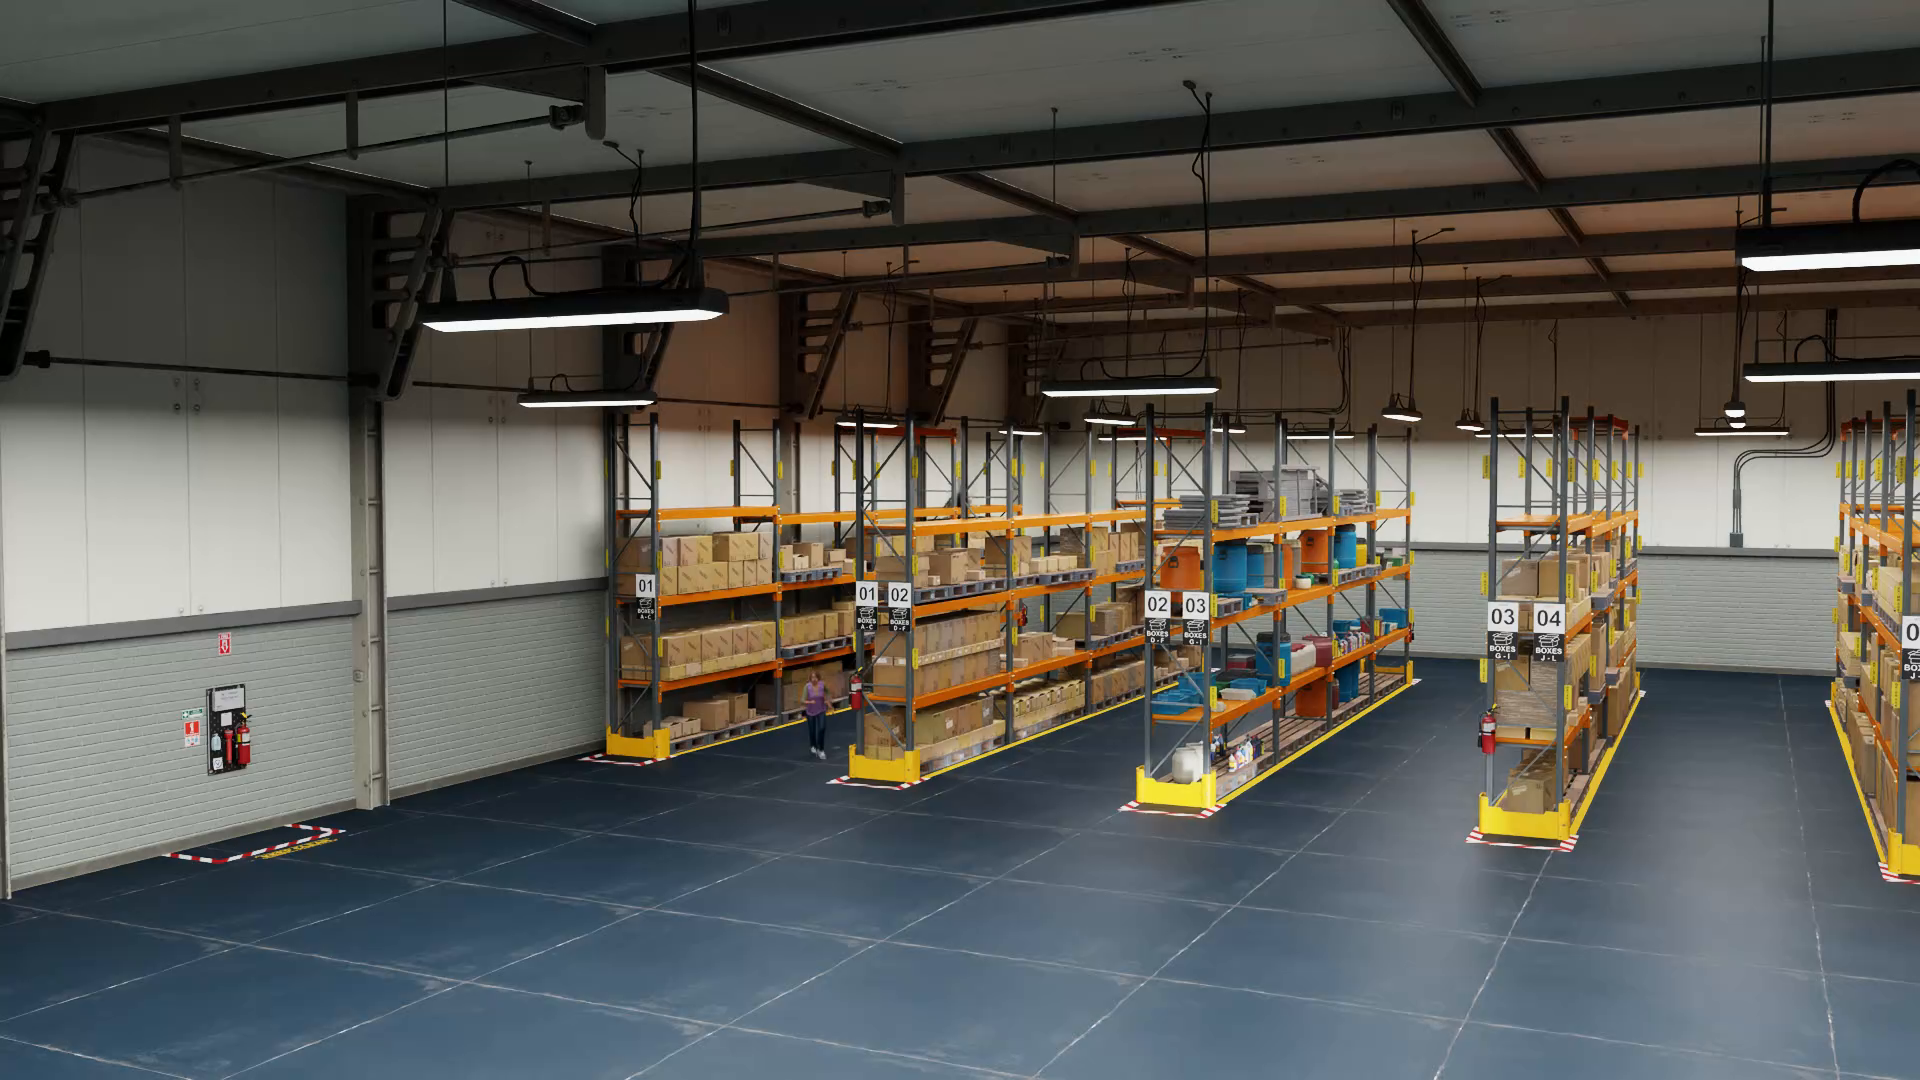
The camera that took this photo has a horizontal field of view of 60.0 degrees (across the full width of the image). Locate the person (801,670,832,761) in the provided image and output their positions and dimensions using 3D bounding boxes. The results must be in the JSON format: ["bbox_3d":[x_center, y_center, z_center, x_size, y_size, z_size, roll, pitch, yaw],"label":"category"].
[{"bbox_3d":[-2.490,3.025,28.821,0.538,1.552,0.912,0,2,-5],"label":"person"}]
